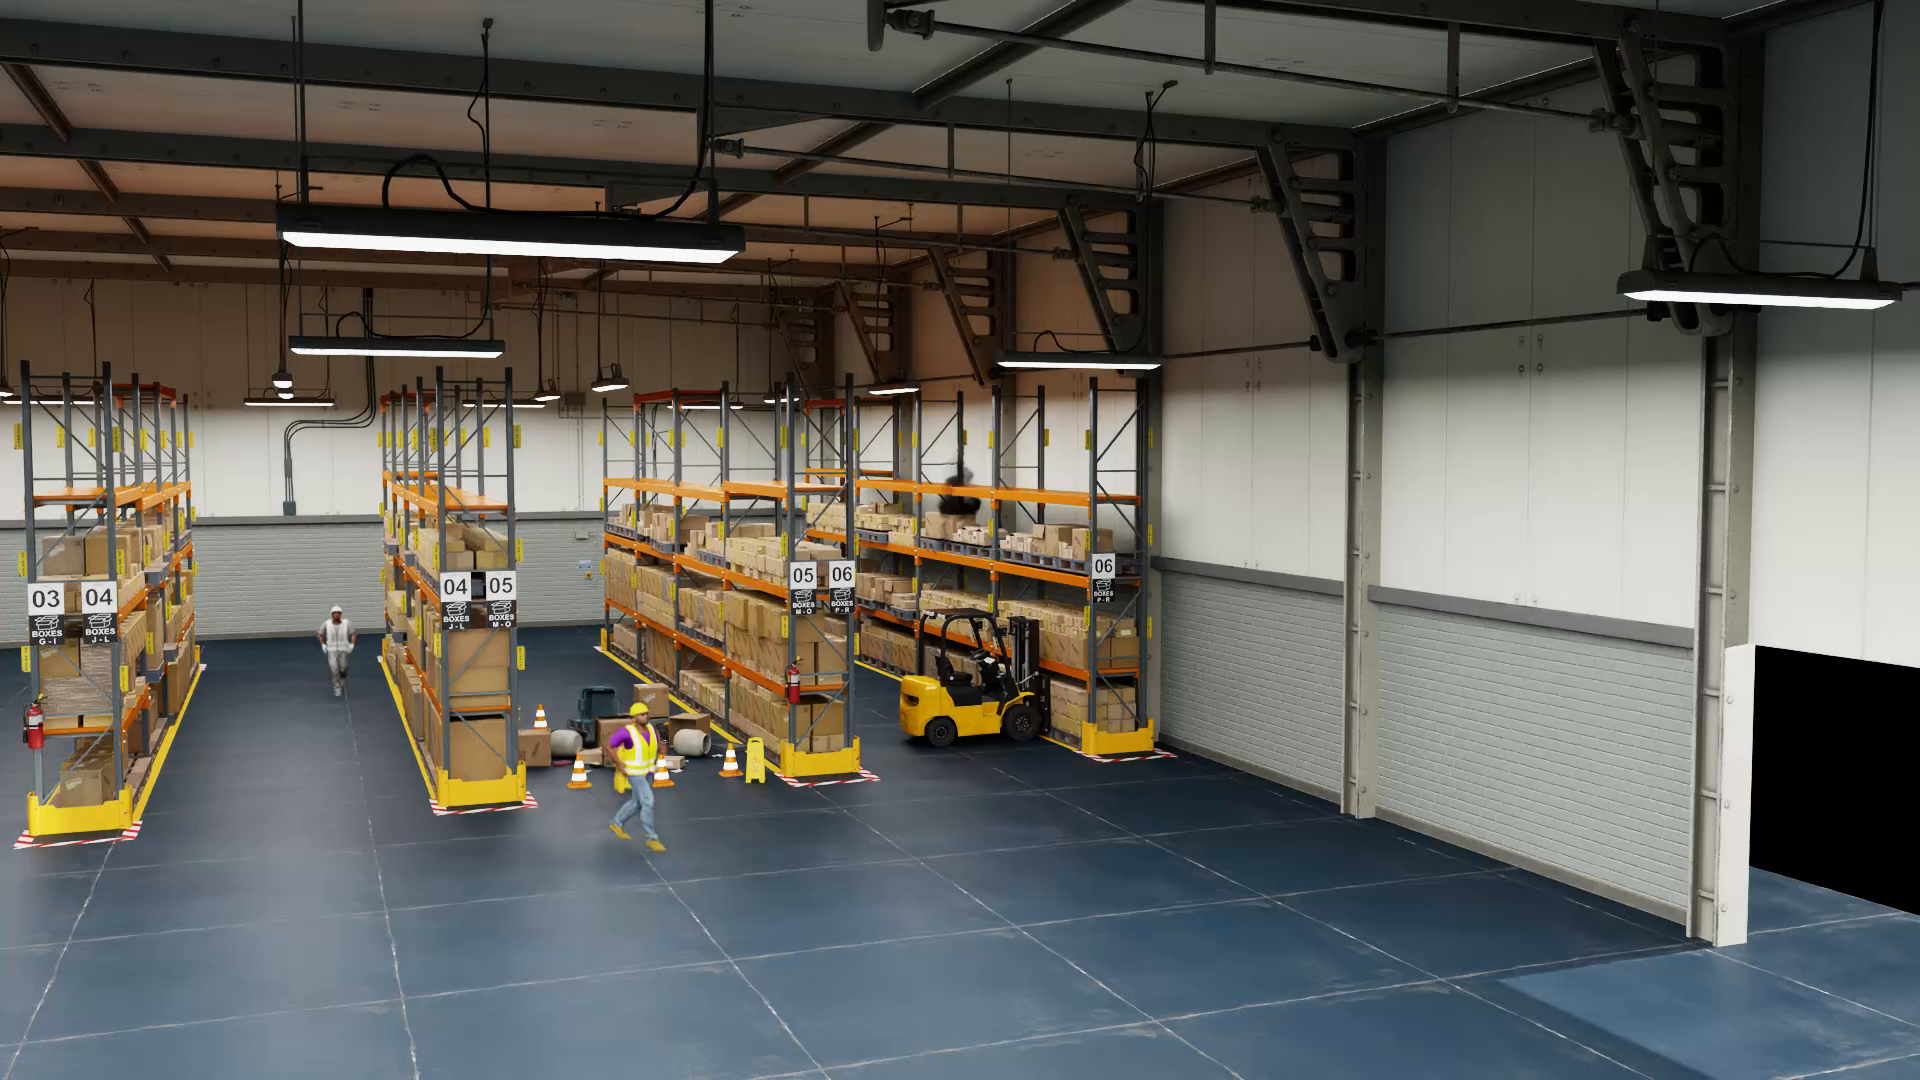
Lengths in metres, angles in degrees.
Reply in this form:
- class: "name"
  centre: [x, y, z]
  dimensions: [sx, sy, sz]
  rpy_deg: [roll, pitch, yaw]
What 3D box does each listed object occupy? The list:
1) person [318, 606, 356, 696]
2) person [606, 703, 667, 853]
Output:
- class: "person"
  centre: [-12.275, 2.178, 32.779]
  dimensions: [0.706, 1.766, 0.728]
  rpy_deg: [-1, 4, -23]
- class: "person"
  centre: [-3.937, 2.885, 20.443]
  dimensions: [0.902, 1.798, 0.675]
  rpy_deg: [2, 4, 27]
